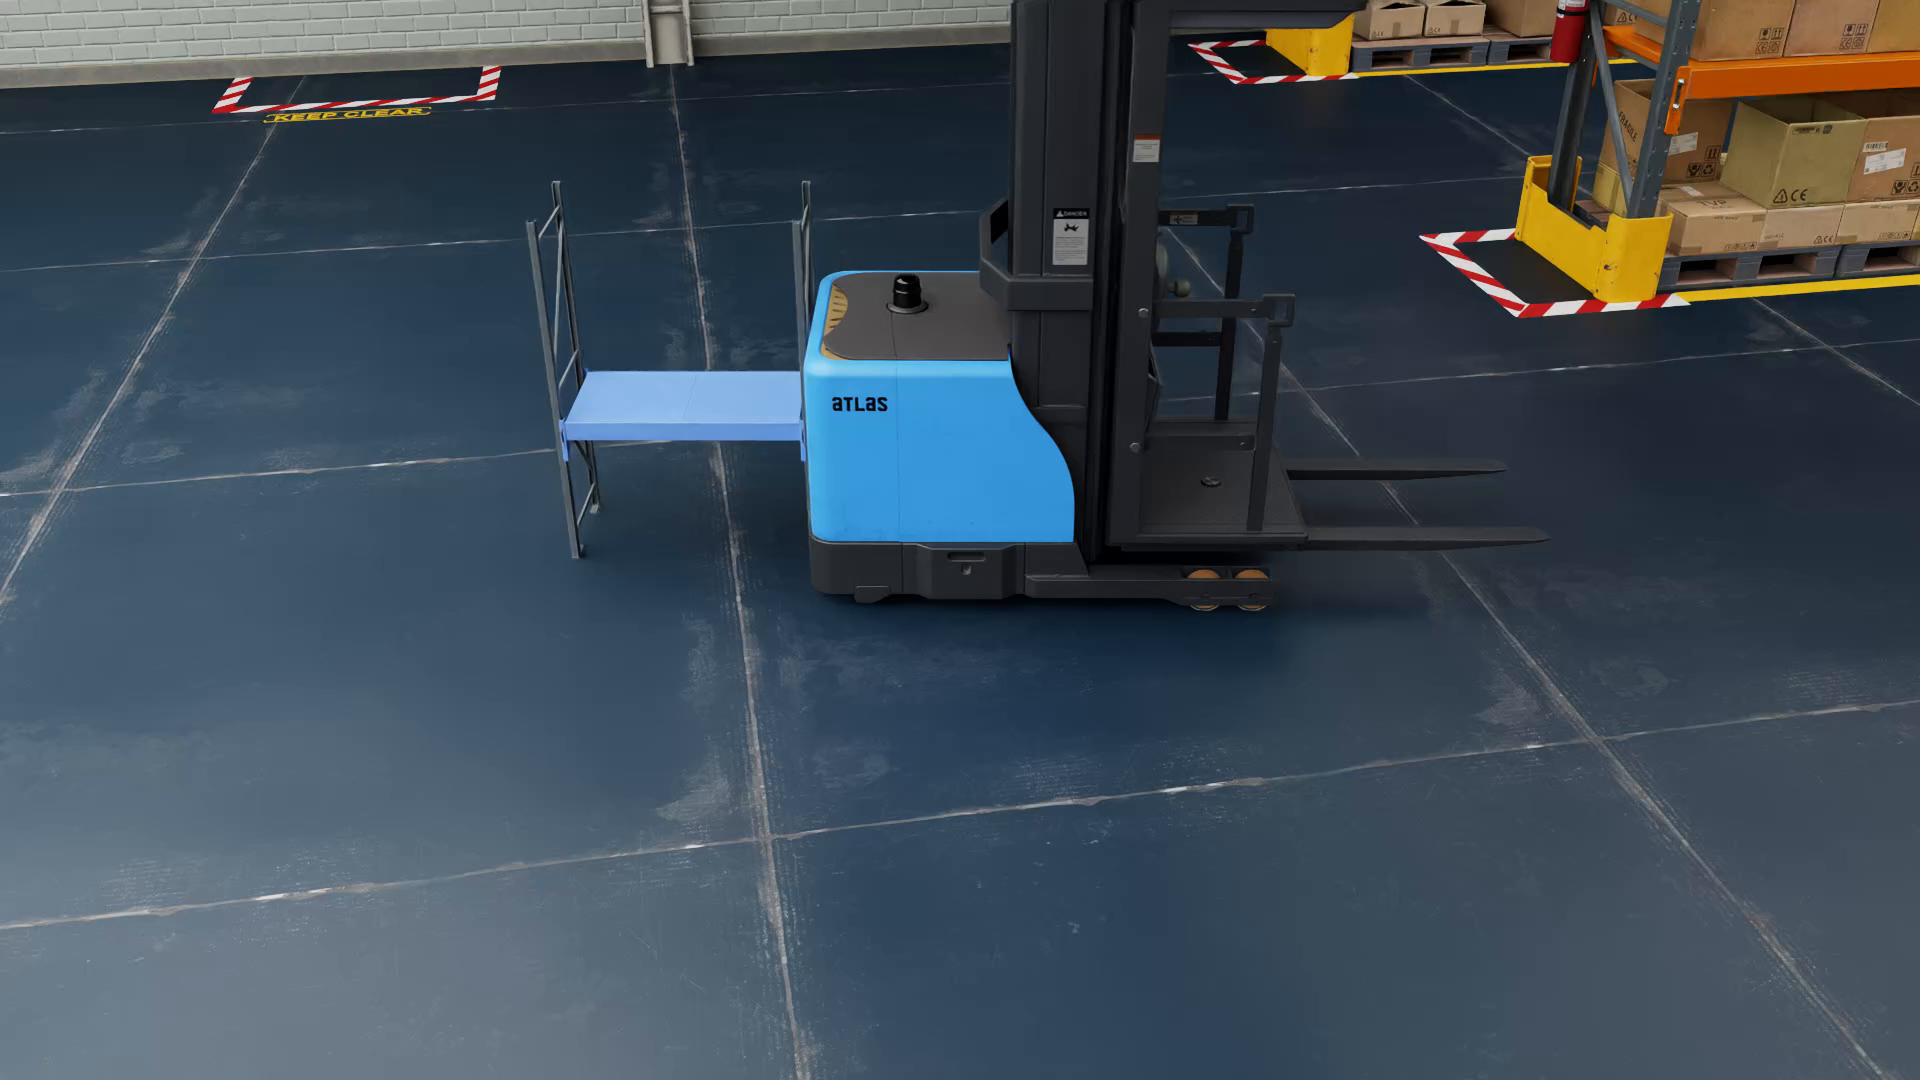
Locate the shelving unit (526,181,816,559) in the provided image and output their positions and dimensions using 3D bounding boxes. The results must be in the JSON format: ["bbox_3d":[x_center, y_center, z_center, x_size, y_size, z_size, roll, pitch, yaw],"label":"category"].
[{"bbox_3d":[-1.134,-0.690,6.944,1.048,1.500,0.538,0,30,0],"label":"shelving unit"}]

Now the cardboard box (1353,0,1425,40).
[{"bbox_3d":[3.592,-4.478,14.125,0.500,0.311,0.500,-9,32,-15],"label":"cardboard box"}]

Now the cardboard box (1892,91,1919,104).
[{"bbox_3d":[5.835,-2.352,9.850,0.500,0.500,0.500,-5,31,-9],"label":"cardboard box"}]

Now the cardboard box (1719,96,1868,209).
[{"bbox_3d":[4.851,-2.263,9.699,0.500,0.500,0.500,-5,31,-9],"label":"cardboard box"}]

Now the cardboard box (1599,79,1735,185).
[{"bbox_3d":[4.265,-2.476,10.060,0.500,0.500,0.500,-5,31,-9],"label":"cardboard box"}]

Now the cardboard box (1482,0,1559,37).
[{"bbox_3d":[4.884,-4.654,14.237,0.500,0.500,0.700,-7,31,-12],"label":"cardboard box"}]

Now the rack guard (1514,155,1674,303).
[{"bbox_3d":[3.768,-1.880,9.954,0.348,0.500,1.175,-5,31,-9],"label":"rack guard"}]

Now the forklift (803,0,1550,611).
[{"bbox_3d":[0.905,-1.245,6.476,3.031,2.935,1.130,0,30,0],"label":"forklift"}]

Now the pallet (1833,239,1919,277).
[{"bbox_3d":[5.734,-1.958,10.372,1.213,0.211,1.003,-5,31,-9],"label":"pallet"}]

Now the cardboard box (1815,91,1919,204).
[{"bbox_3d":[5.340,-2.316,9.787,0.500,0.500,0.500,-5,31,-9],"label":"cardboard box"}]

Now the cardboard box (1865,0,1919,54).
[{"bbox_3d":[5.258,-3.132,9.518,0.500,0.500,0.700,-5,31,-9],"label":"cardboard box"}]

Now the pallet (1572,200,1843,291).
[{"bbox_3d":[4.536,-1.849,10.185,1.213,0.211,1.003,-5,31,-9],"label":"pallet"}]

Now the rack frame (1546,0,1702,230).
[{"bbox_3d":[3.792,-2.960,9.324,0.127,3.000,1.000,-5,31,-9],"label":"rack frame"}]

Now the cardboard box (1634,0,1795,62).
[{"bbox_3d":[4.253,-3.039,9.361,0.500,0.500,0.700,-5,31,-9],"label":"cardboard box"}]

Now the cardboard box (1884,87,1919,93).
[{"bbox_3d":[5.739,-2.620,10.305,0.500,0.500,0.500,-5,31,-9],"label":"cardboard box"}]

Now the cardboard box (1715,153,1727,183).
[{"bbox_3d":[4.756,-2.203,10.336,0.500,0.250,0.500,-5,31,-9],"label":"cardboard box"}]

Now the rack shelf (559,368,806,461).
[{"bbox_3d":[-1.134,-0.535,7.035,1.000,0.185,0.538,0,30,0],"label":"rack shelf"}]

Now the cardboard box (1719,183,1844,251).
[{"bbox_3d":[4.850,-1.941,9.890,0.500,0.250,0.500,-5,31,-9],"label":"cardboard box"}]

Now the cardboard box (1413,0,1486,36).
[{"bbox_3d":[4.153,-4.530,14.214,0.500,0.311,0.500,-3,31,-5],"label":"cardboard box"}]

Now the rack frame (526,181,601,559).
[{"bbox_3d":[-1.643,-0.691,6.945,0.032,1.500,0.500,0,30,0],"label":"rack frame"}]

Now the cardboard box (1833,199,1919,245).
[{"bbox_3d":[5.342,-1.987,9.967,0.500,0.250,0.500,-5,31,-9],"label":"cardboard box"}]

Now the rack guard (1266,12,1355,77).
[{"bbox_3d":[2.970,-4.359,14.169,0.348,0.500,1.175,-5,31,-9],"label":"rack guard"}]

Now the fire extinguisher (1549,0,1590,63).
[{"bbox_3d":[3.592,-3.147,9.719,0.183,0.674,0.296,-5,31,-9],"label":"fire extinguisher"}]

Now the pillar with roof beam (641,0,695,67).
[{"bbox_3d":[-1.698,-5.816,8.264,0.400,9.000,9.100,-5,31,-9],"label":"pillar with roof beam"}]

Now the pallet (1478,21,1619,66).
[{"bbox_3d":[4.973,-4.400,14.525,1.213,0.211,1.003,-5,31,-9],"label":"pallet"}]

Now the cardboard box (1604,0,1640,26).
[{"bbox_3d":[5.817,-4.792,14.472,0.500,0.500,0.500,-8,31,-13],"label":"cardboard box"}]

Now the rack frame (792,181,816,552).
[{"bbox_3d":[-0.626,-0.690,6.944,0.032,1.500,0.500,0,30,0],"label":"rack frame"}]

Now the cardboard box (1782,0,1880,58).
[{"bbox_3d":[4.769,-3.089,9.446,0.500,0.500,0.700,-5,31,-8],"label":"cardboard box"}]

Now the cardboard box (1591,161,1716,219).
[{"bbox_3d":[4.266,-2.152,10.249,0.500,0.250,0.500,-5,31,-9],"label":"cardboard box"}]

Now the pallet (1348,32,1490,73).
[{"bbox_3d":[3.776,-4.291,14.339,1.213,0.211,1.003,-5,31,-9],"label":"pallet"}]

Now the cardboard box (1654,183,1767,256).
[{"bbox_3d":[4.359,-1.894,9.809,0.500,0.250,0.500,-5,31,-9],"label":"cardboard box"}]

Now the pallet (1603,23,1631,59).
[{"bbox_3d":[6.176,-4.513,14.718,1.213,0.211,1.003,-5,31,-9],"label":"pallet"}]

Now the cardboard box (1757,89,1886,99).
[{"bbox_3d":[5.246,-2.575,10.228,0.500,0.500,0.500,-5,31,-9],"label":"cardboard box"}]

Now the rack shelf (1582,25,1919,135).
[{"bbox_3d":[5.759,-2.832,9.817,4.000,0.370,1.077,-5,31,-9],"label":"rack shelf"}]

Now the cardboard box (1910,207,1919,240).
[{"bbox_3d":[5.835,-2.030,10.041,0.500,0.250,0.500,-5,31,-9],"label":"cardboard box"}]
